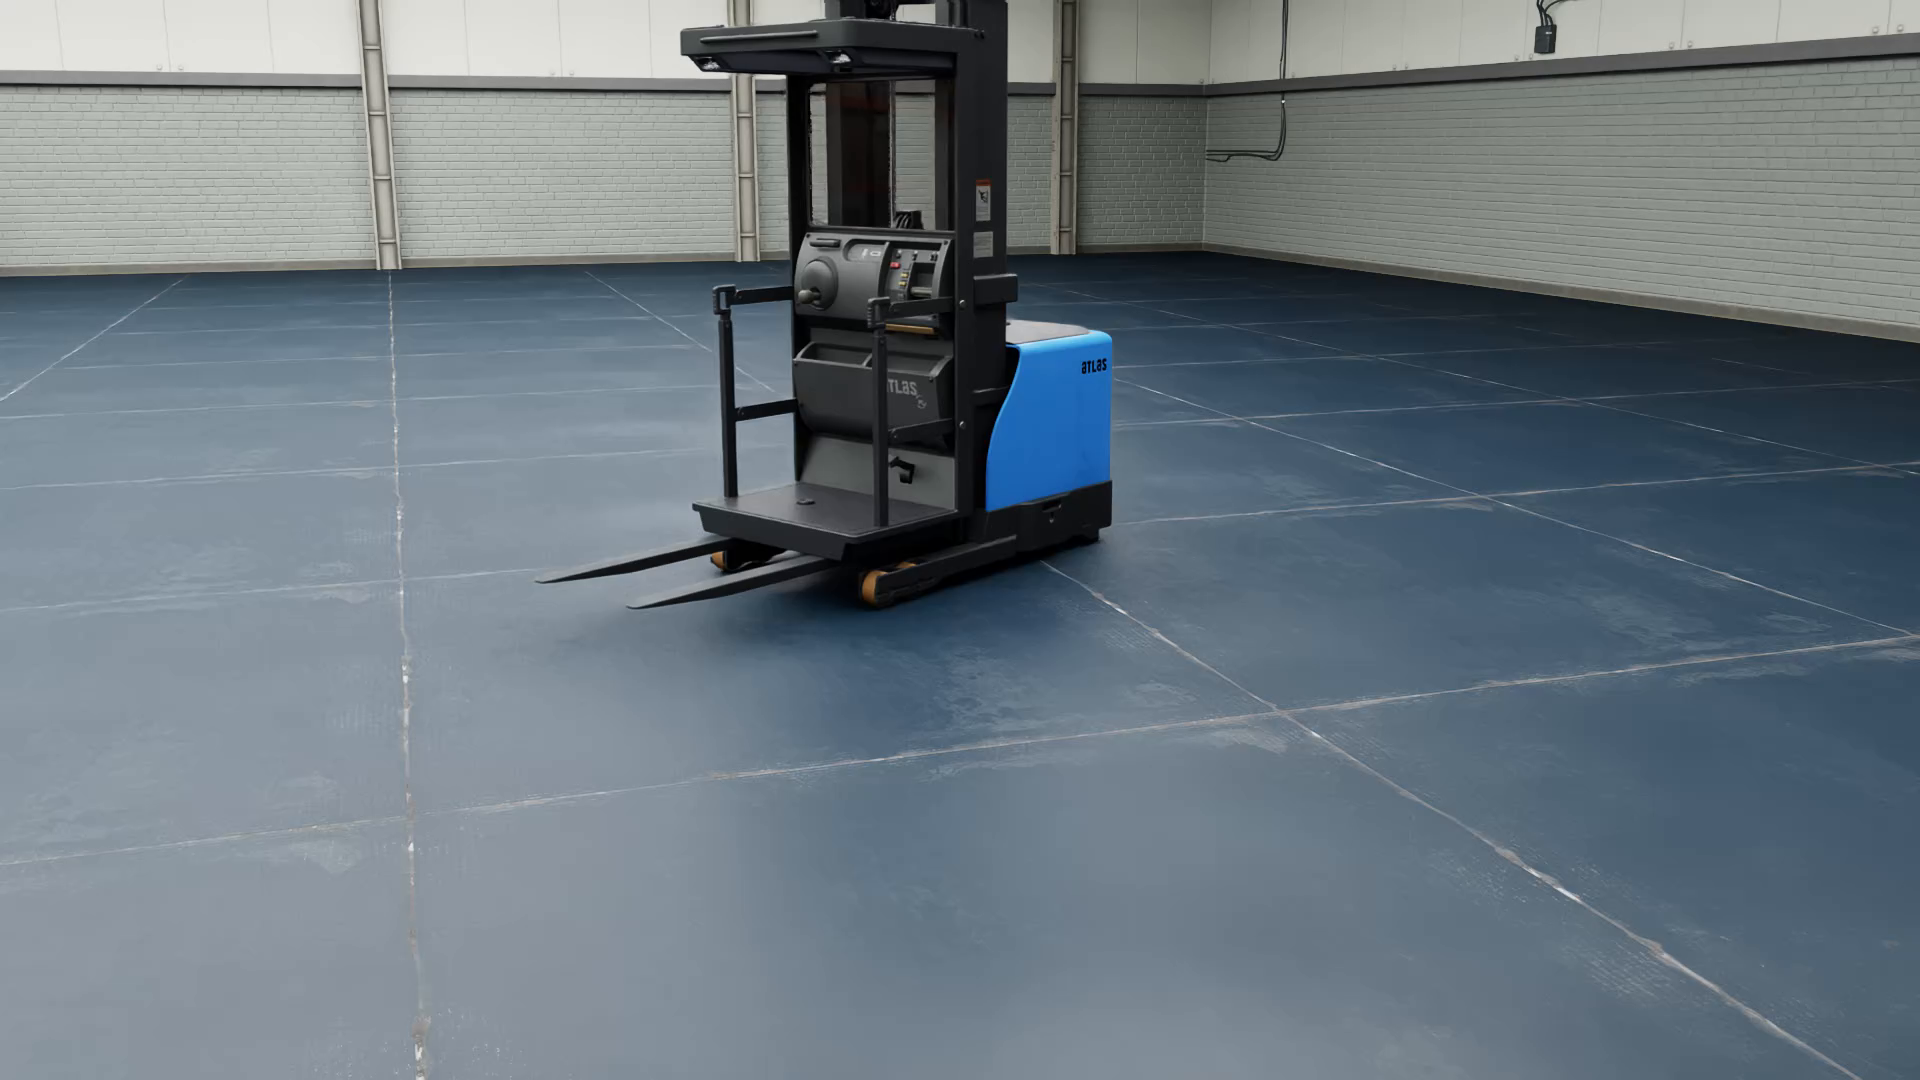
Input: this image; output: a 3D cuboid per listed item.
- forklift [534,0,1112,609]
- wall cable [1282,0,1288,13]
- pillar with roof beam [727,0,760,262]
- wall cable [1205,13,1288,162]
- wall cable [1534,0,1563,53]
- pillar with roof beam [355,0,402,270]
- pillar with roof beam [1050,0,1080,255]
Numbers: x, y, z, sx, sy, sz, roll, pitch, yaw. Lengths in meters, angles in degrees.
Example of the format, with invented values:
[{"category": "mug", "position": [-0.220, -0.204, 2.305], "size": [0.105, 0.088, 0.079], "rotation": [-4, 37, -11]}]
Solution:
[{"category": "forklift", "position": [-0.550, -1.257, 7.592], "size": [1.130, 2.935, 3.031], "rotation": [11, 17, 39]}, {"category": "wall cable", "position": [6.010, -10.033, 27.172], "size": [0.112, 2.526, 3.097], "rotation": [-4, 14, -18]}, {"category": "pillar with roof beam", "position": [-2.381, -8.365, 24.365], "size": [0.400, 9.000, 9.100], "rotation": [-4, 14, -18]}, {"category": "wall cable", "position": [5.147, -8.169, 30.250], "size": [0.112, 2.526, 3.097], "rotation": [-4, 14, -18]}, {"category": "wall cable", "position": [8.160, -9.251, 20.739], "size": [0.169, 6.003, 2.305], "rotation": [-4, 14, -18]}, {"category": "pillar with roof beam", "position": [-8.067, -7.922, 22.503], "size": [0.400, 9.000, 9.100], "rotation": [-4, 14, -18]}, {"category": "pillar with roof beam", "position": [3.306, -8.808, 26.227], "size": [0.400, 9.000, 9.100], "rotation": [-4, 14, -18]}]
